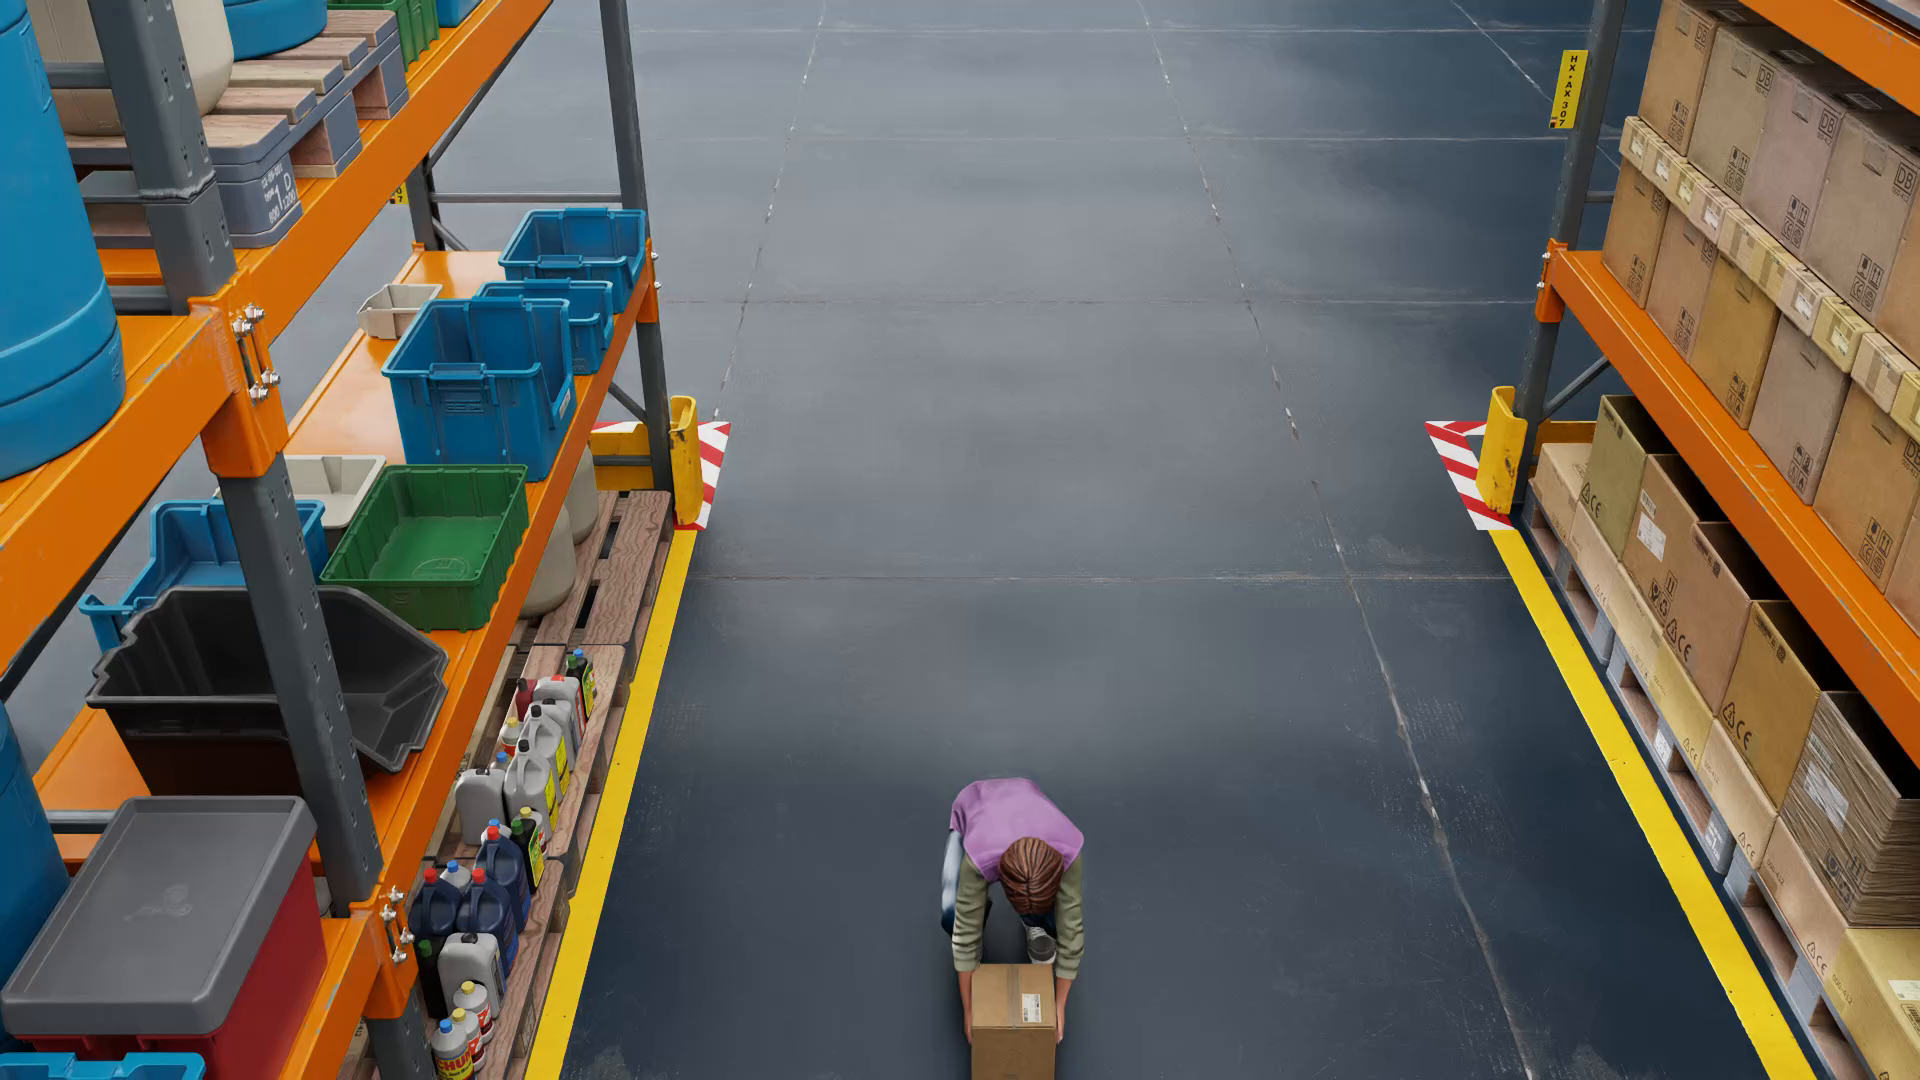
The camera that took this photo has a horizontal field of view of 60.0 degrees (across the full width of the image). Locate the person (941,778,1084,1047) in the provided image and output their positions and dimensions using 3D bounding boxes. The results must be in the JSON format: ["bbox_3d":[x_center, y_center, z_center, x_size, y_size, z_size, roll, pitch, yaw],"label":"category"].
[{"bbox_3d":[0.158,1.066,5.212,0.437,0.782,0.803,0,32,0],"label":"person"}]
